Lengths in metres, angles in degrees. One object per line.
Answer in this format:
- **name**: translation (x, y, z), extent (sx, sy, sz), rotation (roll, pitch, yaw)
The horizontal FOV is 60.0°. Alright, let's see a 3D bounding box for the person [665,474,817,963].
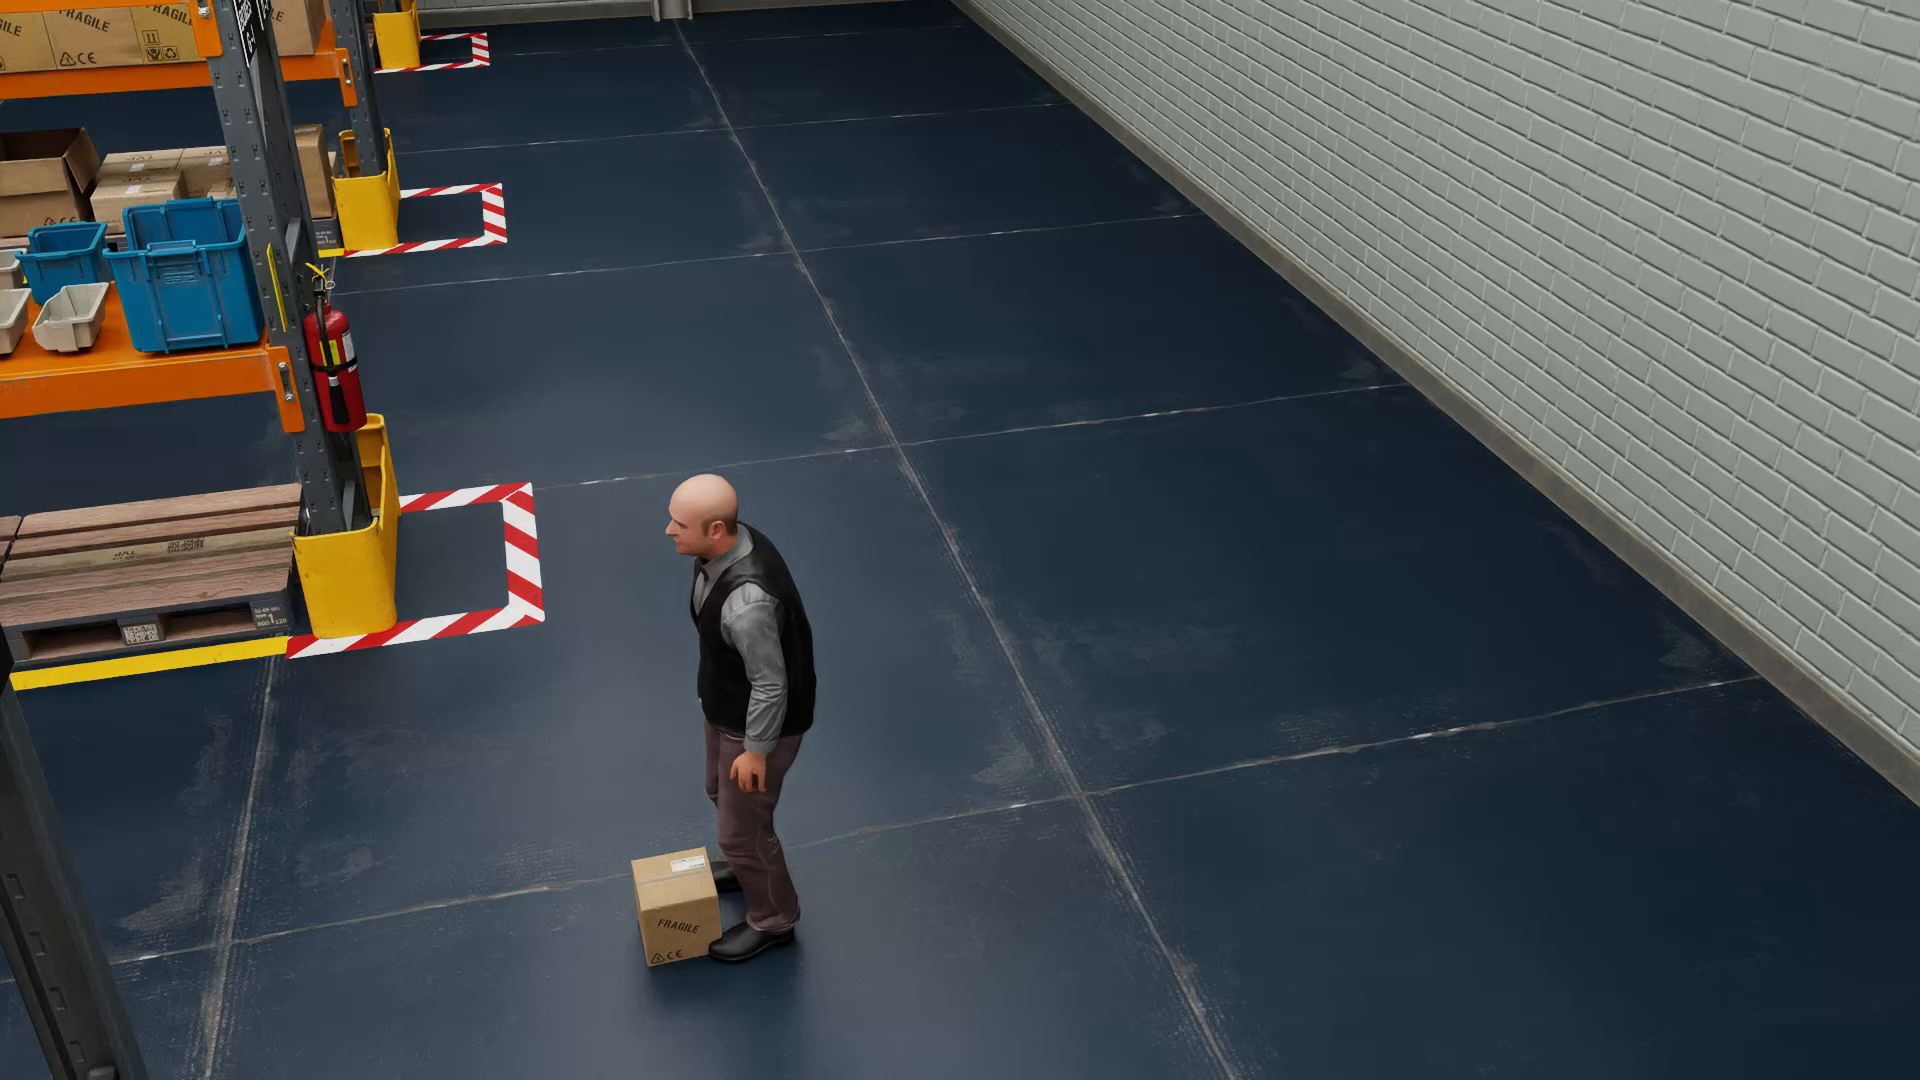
- **person**: translation (-0.669, 0.542, 5.218), extent (0.425, 1.720, 0.591), rotation (-10, 31, -16)
